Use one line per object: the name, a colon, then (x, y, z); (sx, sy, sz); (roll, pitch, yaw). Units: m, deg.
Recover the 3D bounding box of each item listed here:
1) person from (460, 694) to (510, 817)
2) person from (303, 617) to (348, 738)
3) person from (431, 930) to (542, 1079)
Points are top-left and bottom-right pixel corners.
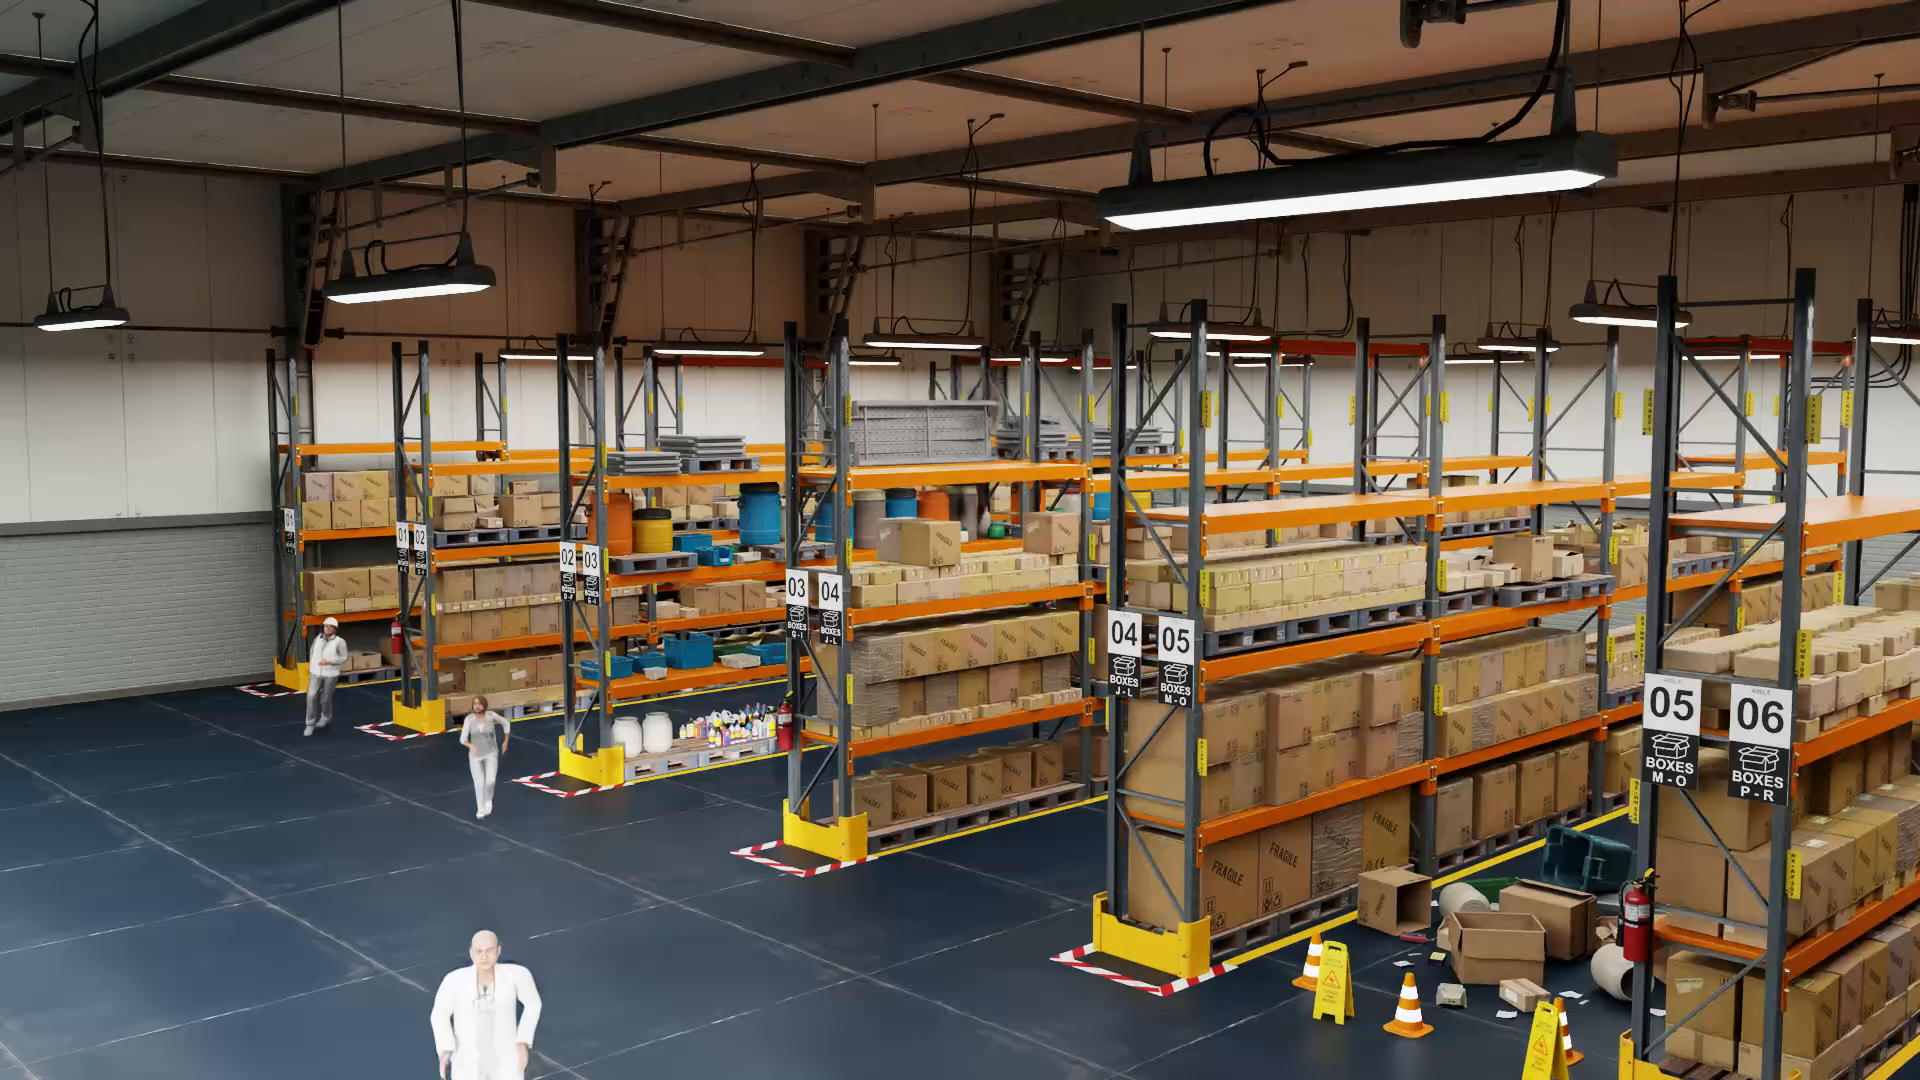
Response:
person: (-5.748, 2.634, 20.118); (0.562, 1.551, 0.737); (-1, 5, -9)
person: (-9.722, 2.071, 25.503); (0.655, 1.765, 0.864); (0, 5, -3)
person: (-3.083, 3.374, 10.862); (0.697, 1.720, 0.754); (-1, 5, -16)
